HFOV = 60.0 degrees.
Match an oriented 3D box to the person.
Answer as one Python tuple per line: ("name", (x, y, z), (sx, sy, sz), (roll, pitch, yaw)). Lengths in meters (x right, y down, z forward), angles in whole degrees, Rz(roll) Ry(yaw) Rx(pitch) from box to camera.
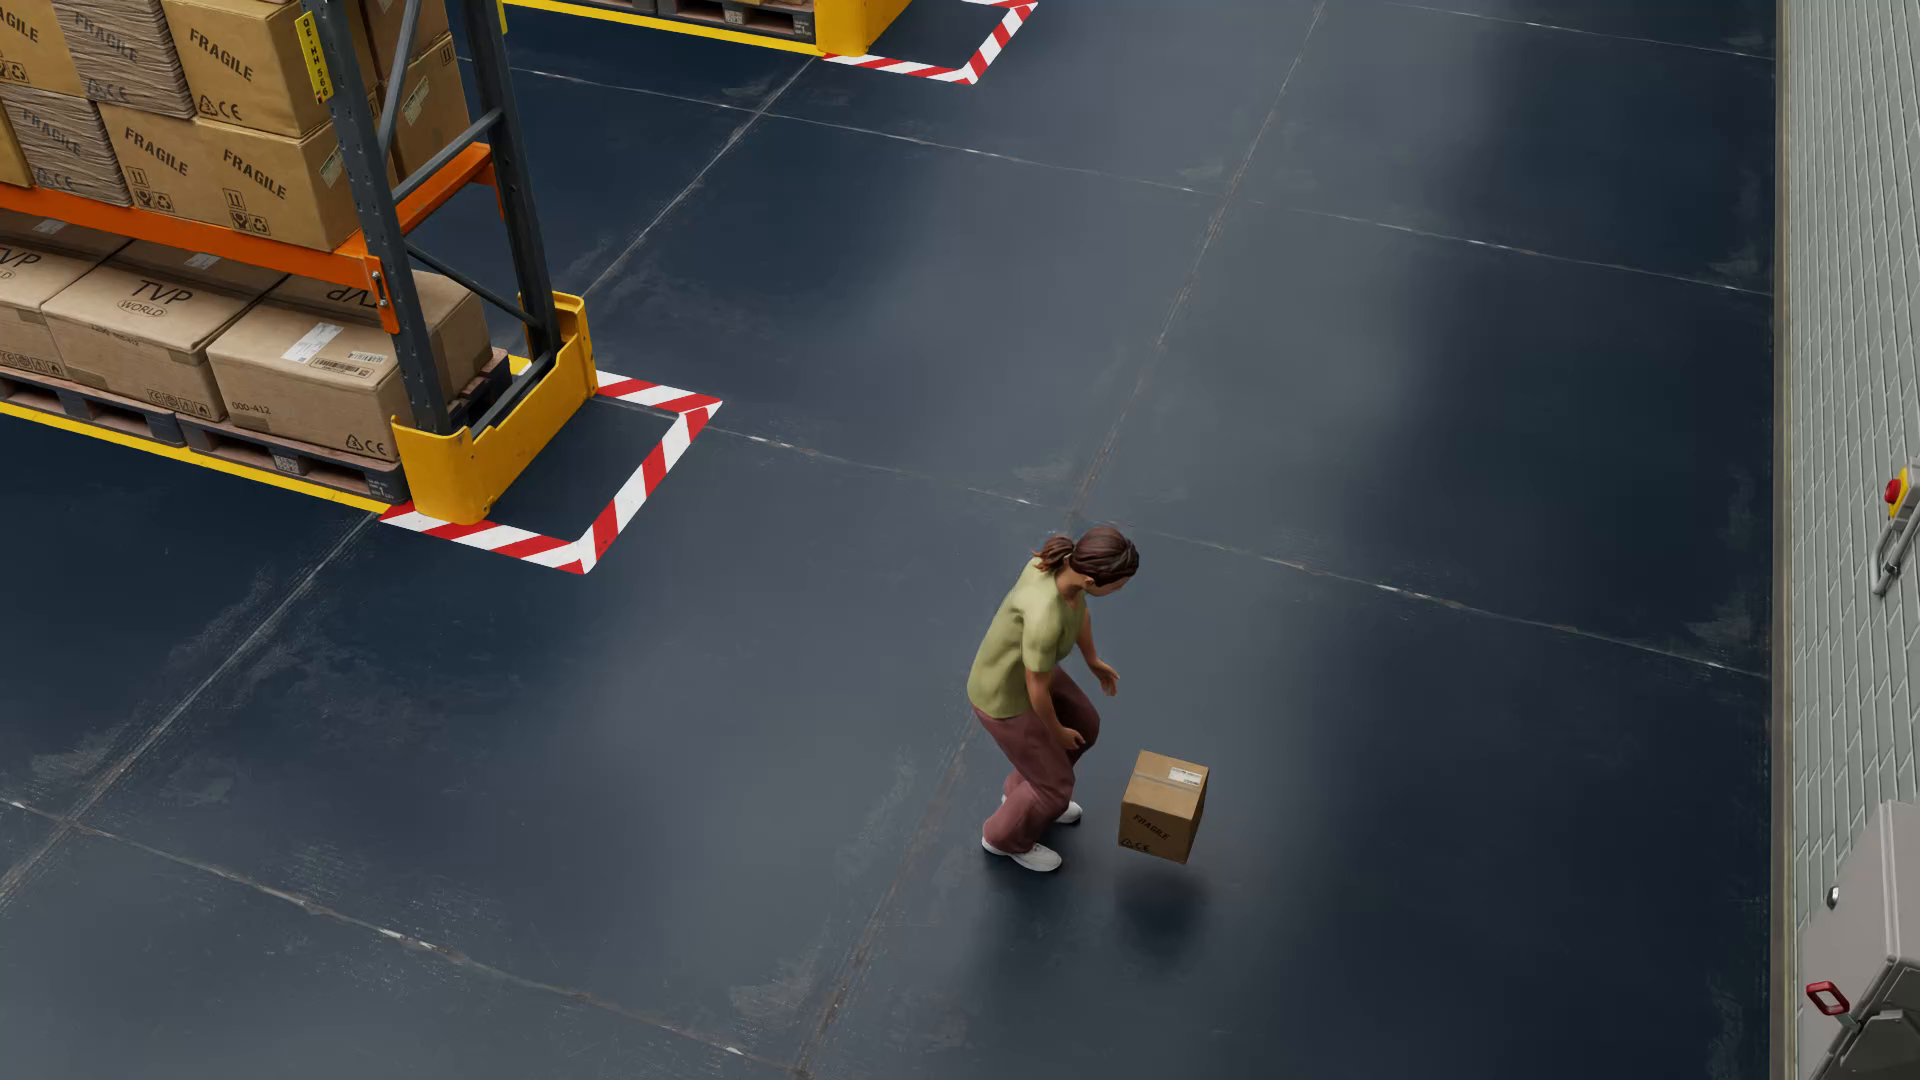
("person", (0.309, 0.509, 5.716), (0.533, 1.515, 0.498), (14, 44, 15))
